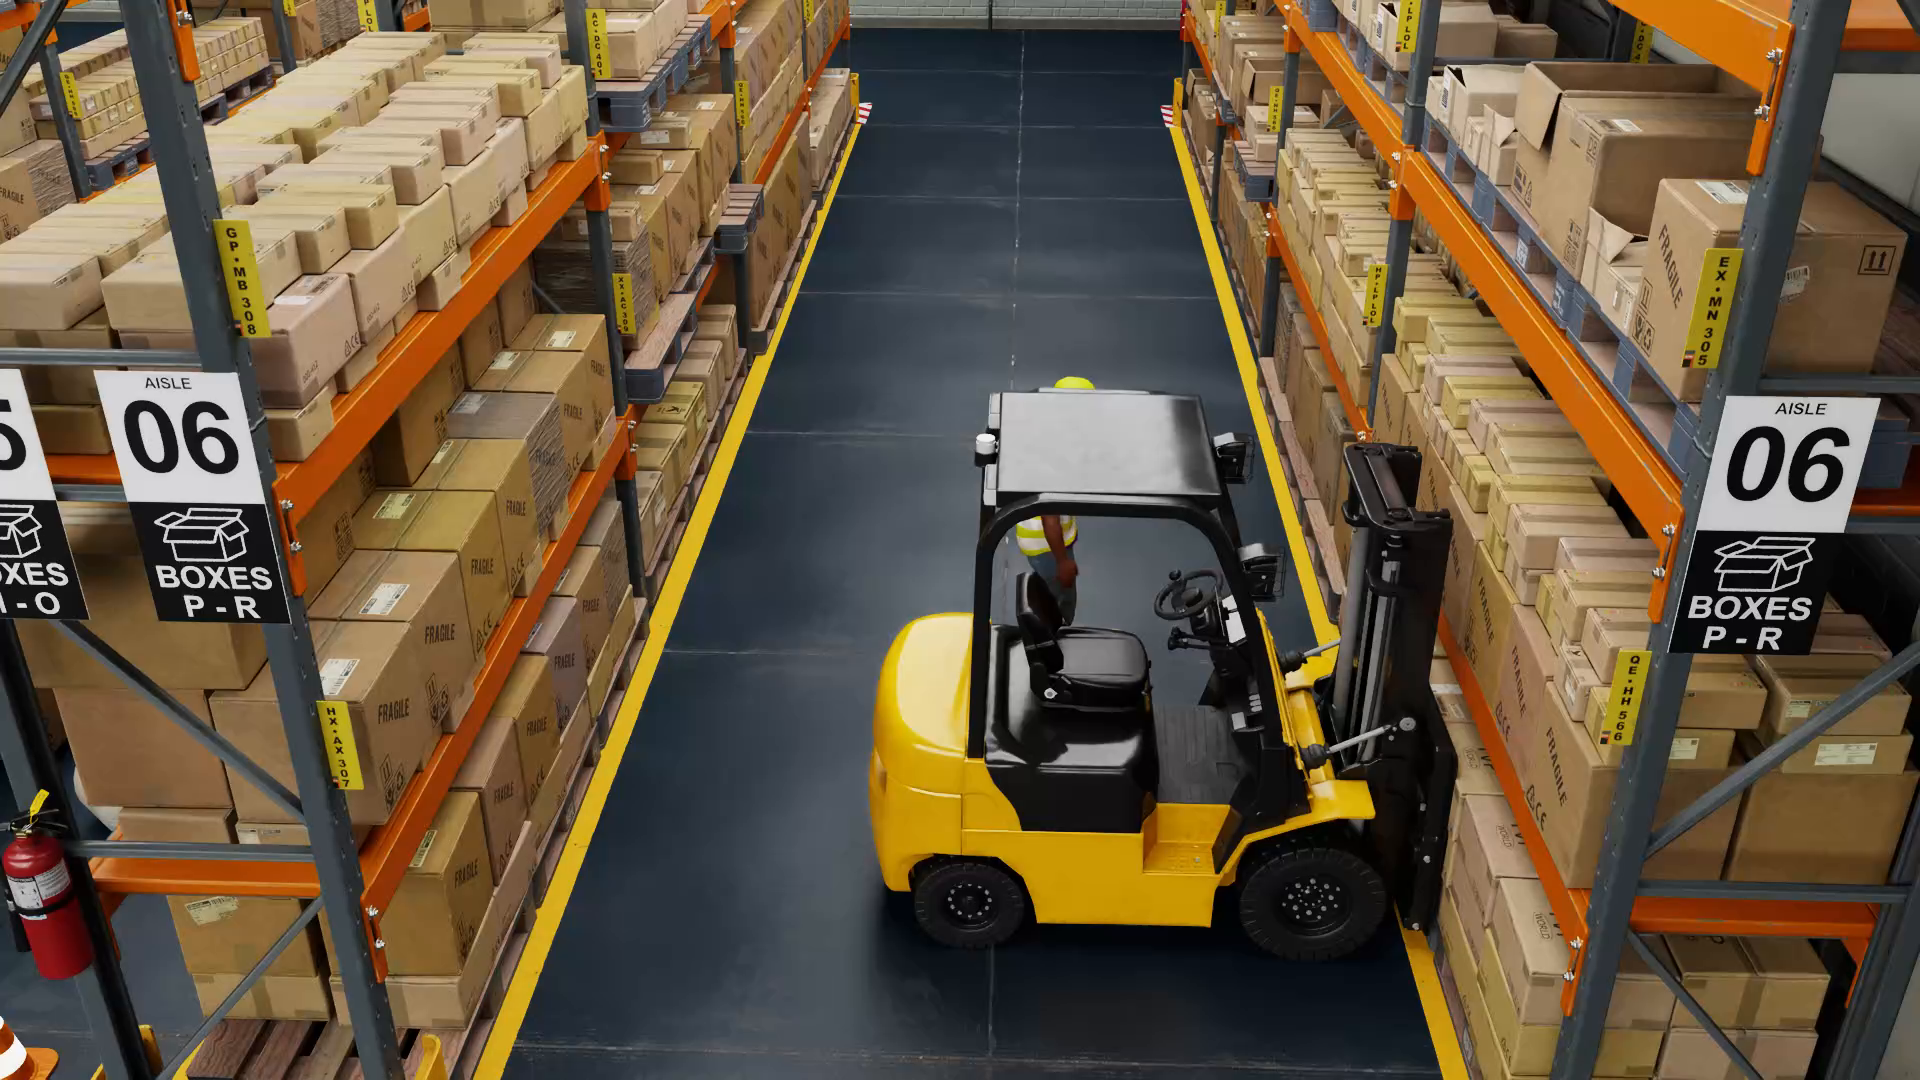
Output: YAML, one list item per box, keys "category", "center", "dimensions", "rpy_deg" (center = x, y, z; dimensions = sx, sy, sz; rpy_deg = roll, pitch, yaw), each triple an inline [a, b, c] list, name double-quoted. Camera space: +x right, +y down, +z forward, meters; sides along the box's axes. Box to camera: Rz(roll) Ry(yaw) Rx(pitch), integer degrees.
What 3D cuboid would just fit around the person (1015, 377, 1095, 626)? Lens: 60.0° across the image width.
- category: "person"
  center: [0.506, -0.011, 8.623]
  dimensions: [0.457, 1.761, 0.629]
  rpy_deg: [0, 28, 0]
